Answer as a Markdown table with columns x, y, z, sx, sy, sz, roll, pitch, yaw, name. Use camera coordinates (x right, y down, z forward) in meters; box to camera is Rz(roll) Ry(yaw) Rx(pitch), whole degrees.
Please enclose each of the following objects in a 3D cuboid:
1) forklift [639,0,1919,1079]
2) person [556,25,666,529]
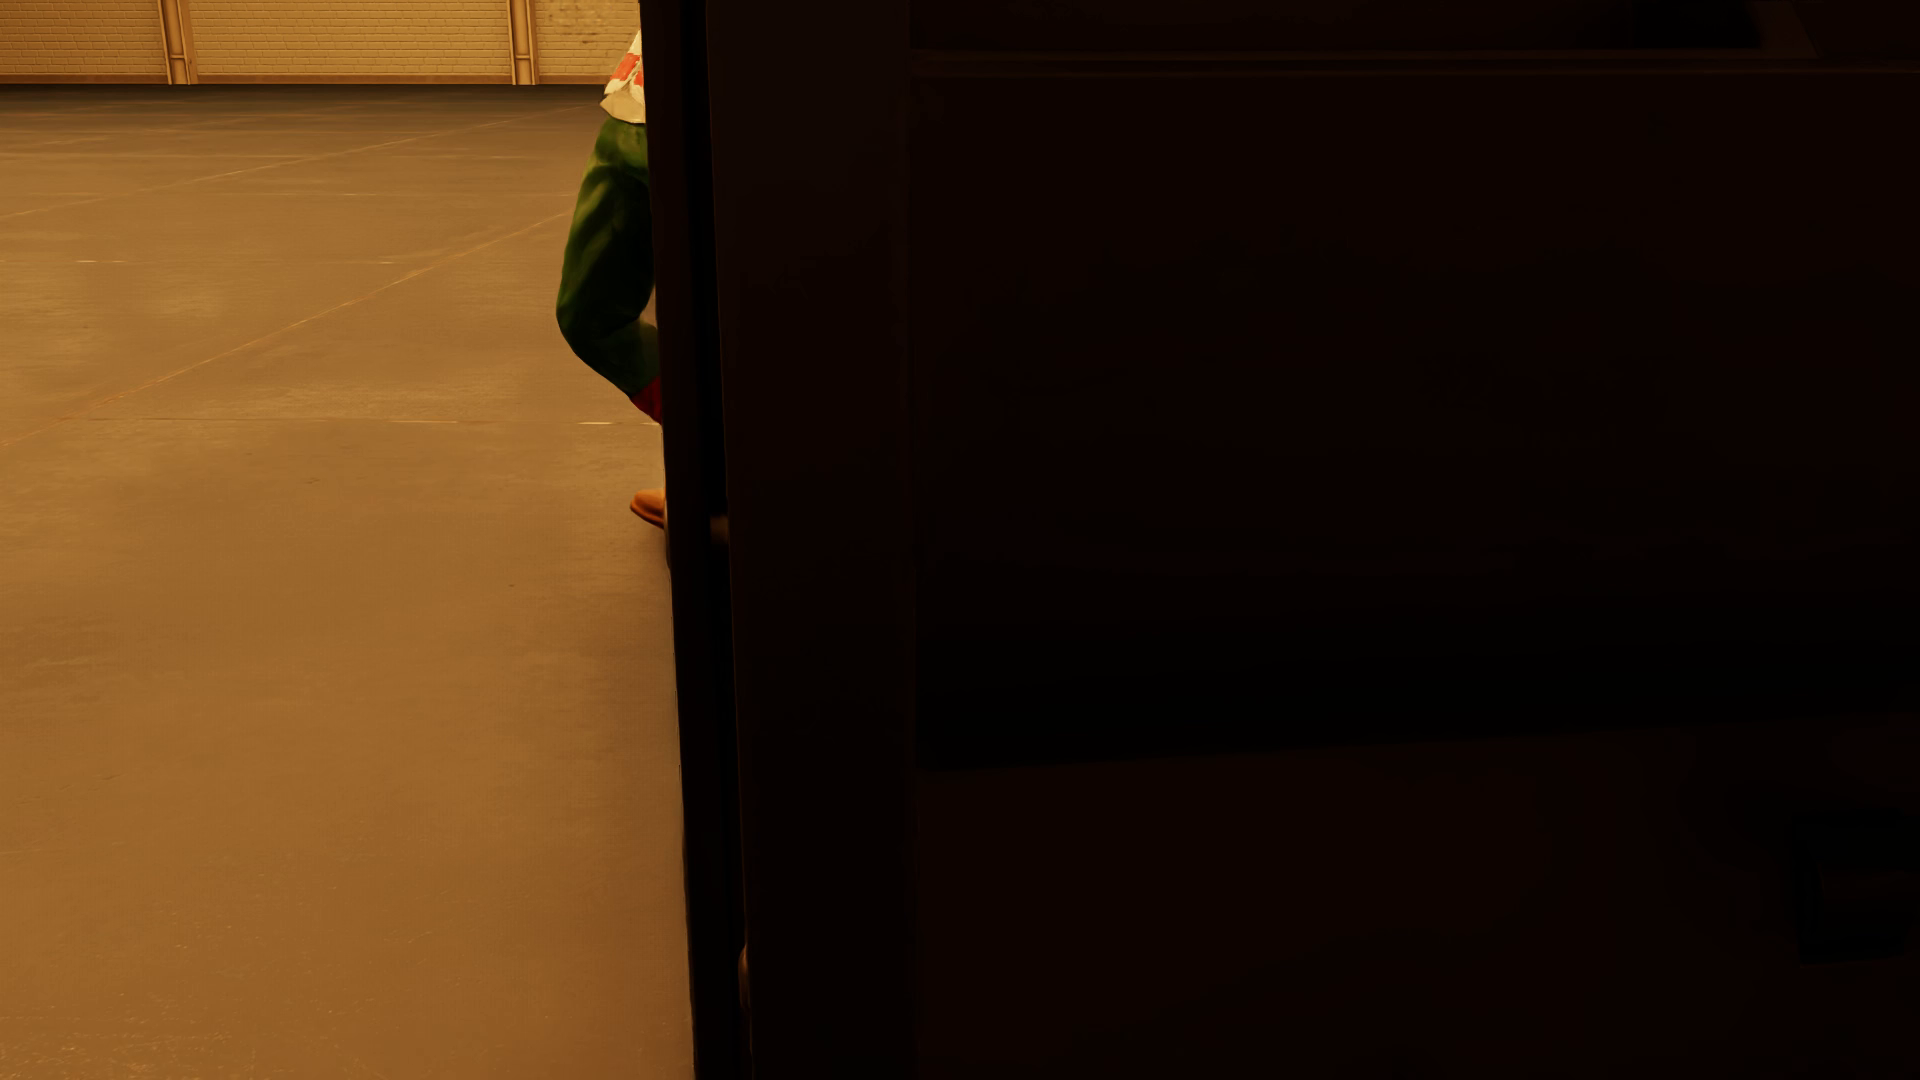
| x | y | z | sx | sy | sz | roll | pitch | yaw | name |
| --- | --- | --- | --- | --- | --- | --- | --- | --- | --- |
| 0.420 | -0.640 | 0.491 | 1.130 | 2.935 | 3.031 | -2 | 17 | -8 | forklift |
| -0.506 | -0.776 | 3.176 | 0.739 | 1.555 | 1.102 | -13 | 21 | -35 | person |
